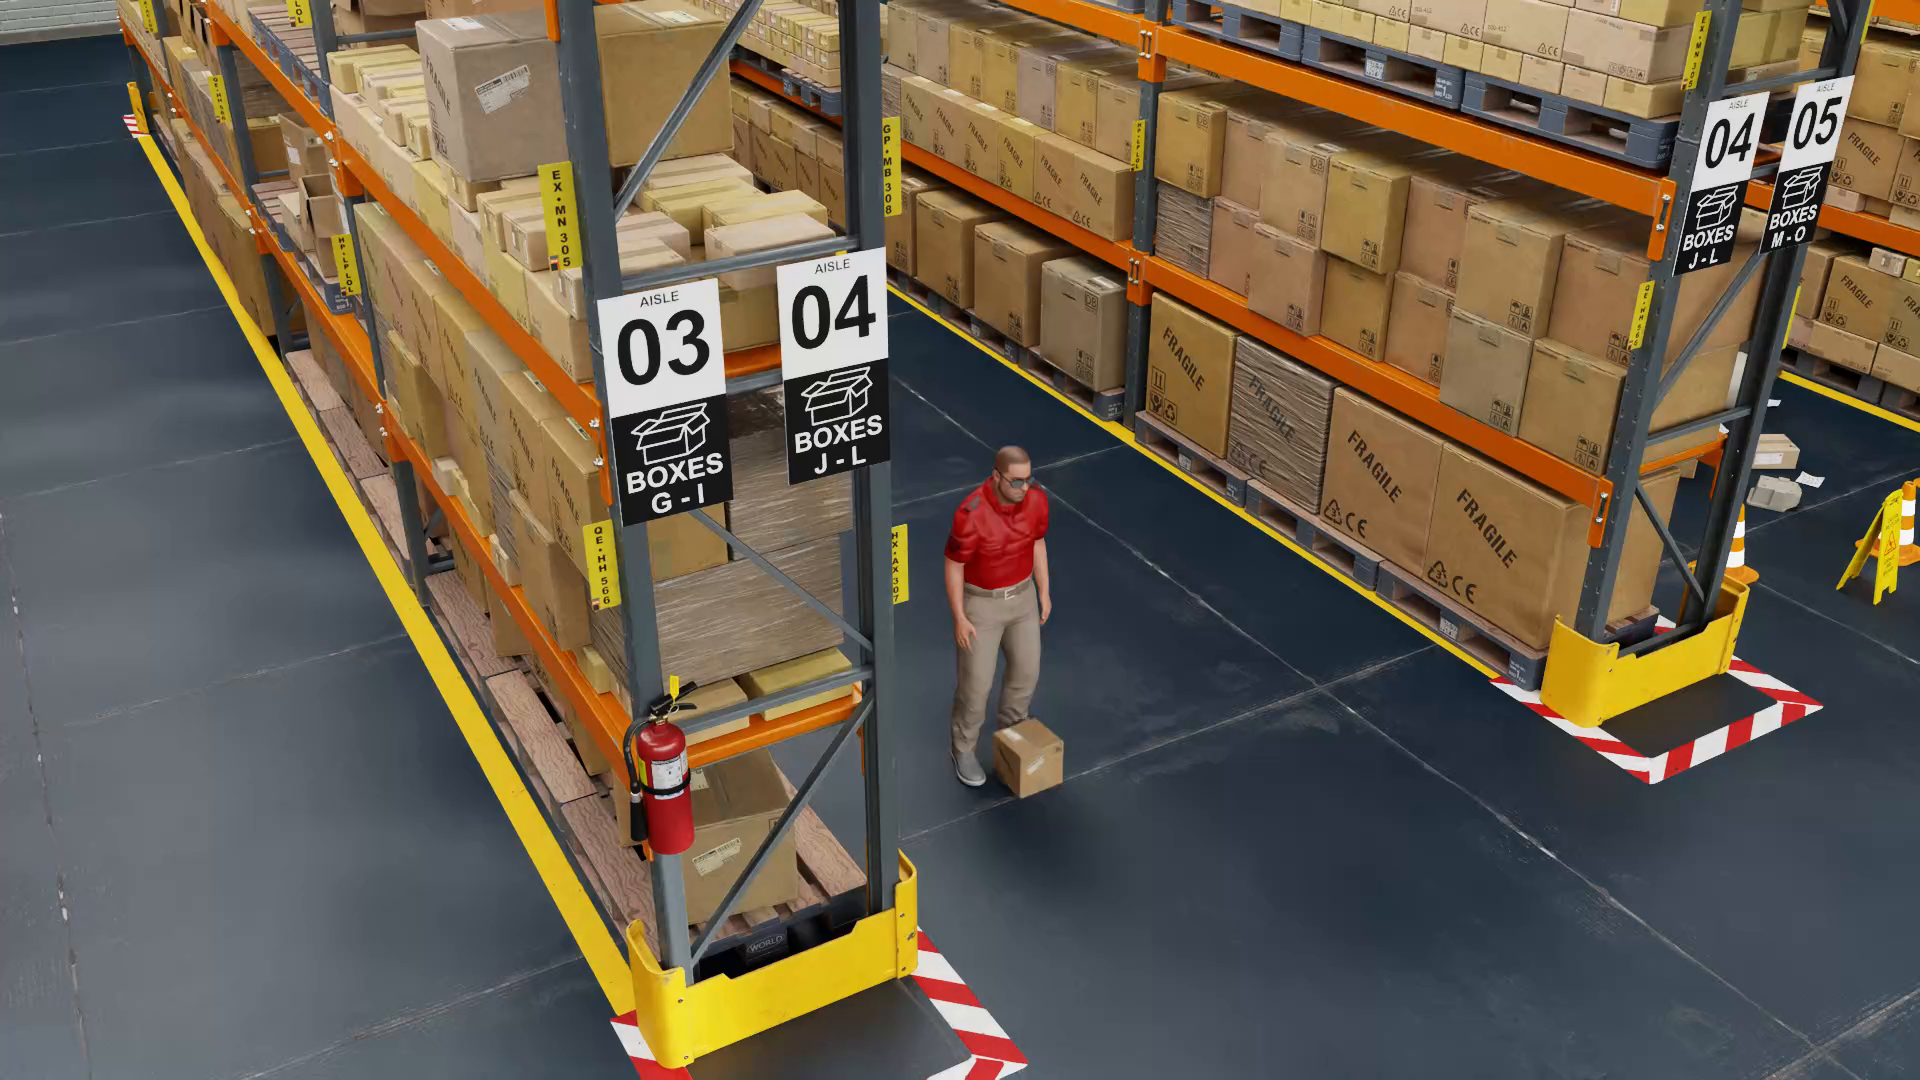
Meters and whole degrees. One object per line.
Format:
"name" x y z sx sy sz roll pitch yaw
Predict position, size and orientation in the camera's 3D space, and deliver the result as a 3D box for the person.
"person" 0.192 0.321 7.996 0.578 1.727 0.390 -17 33 -28
